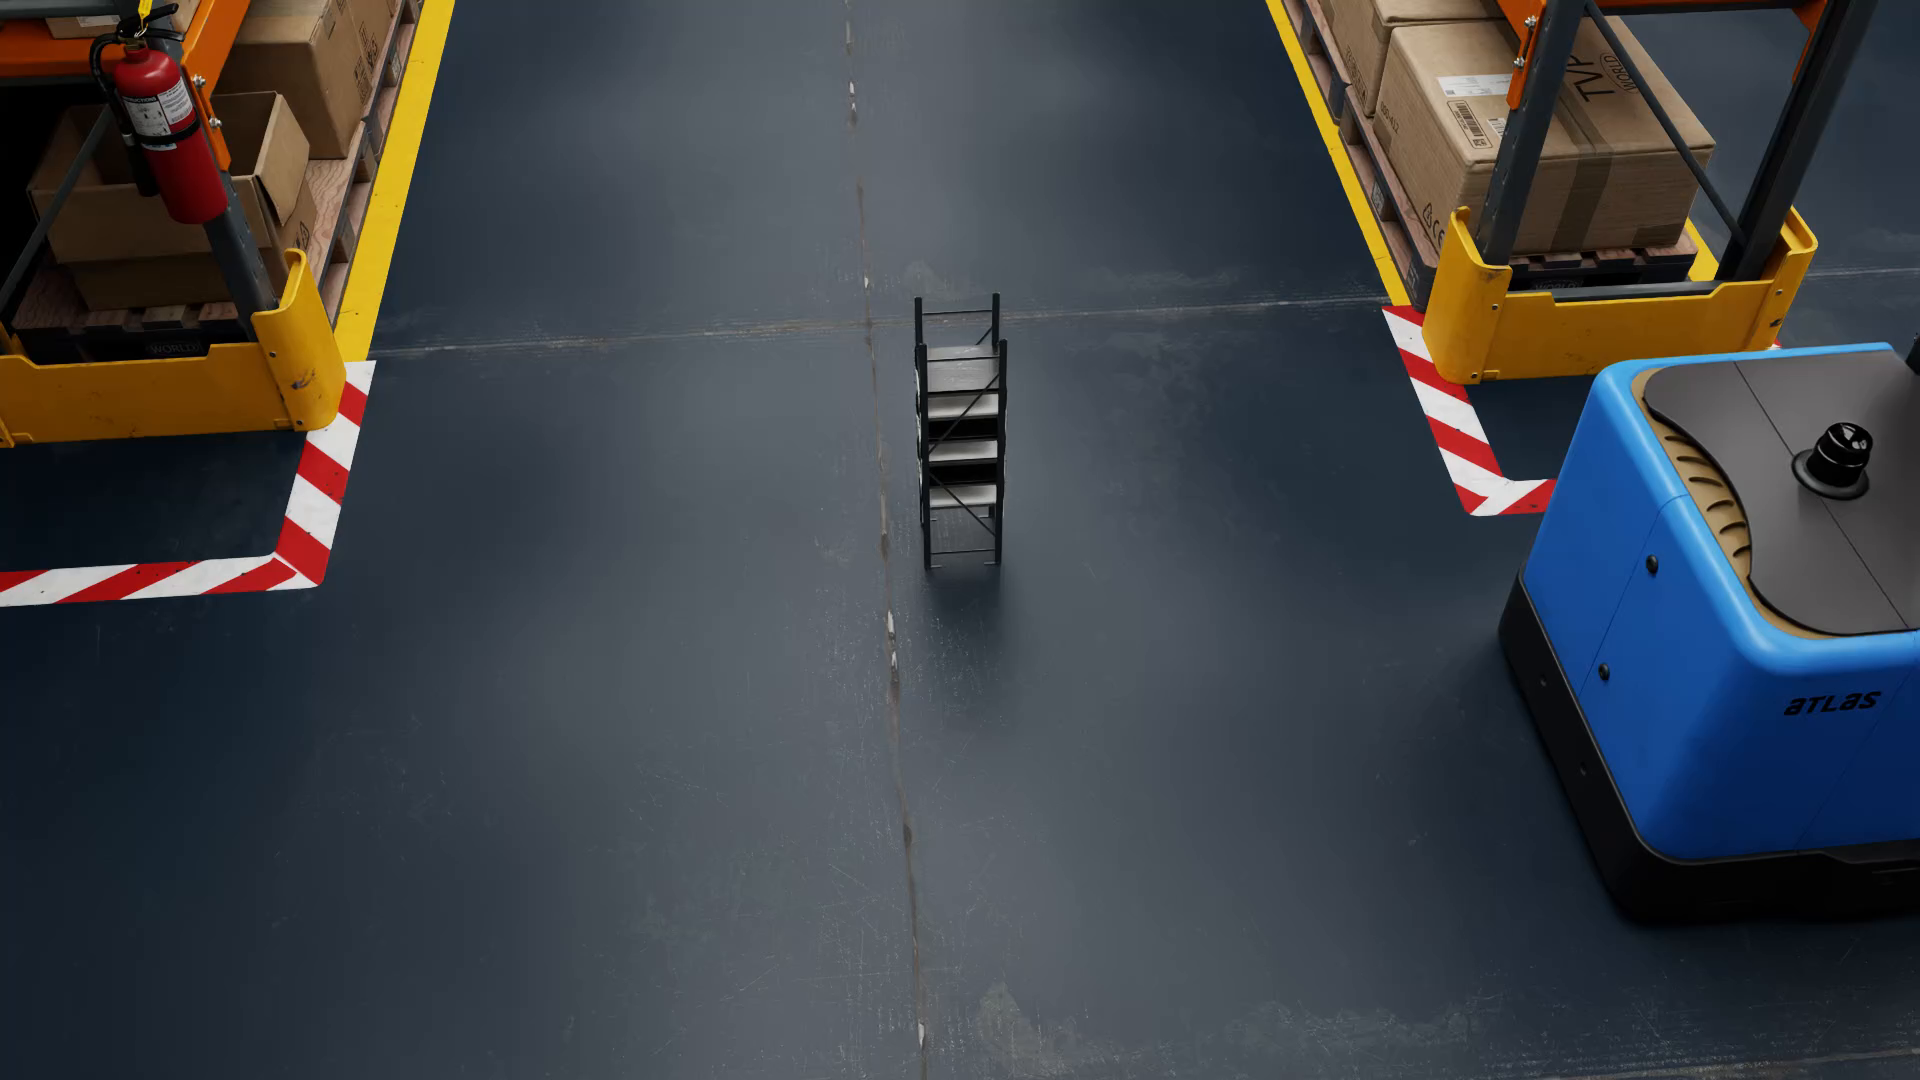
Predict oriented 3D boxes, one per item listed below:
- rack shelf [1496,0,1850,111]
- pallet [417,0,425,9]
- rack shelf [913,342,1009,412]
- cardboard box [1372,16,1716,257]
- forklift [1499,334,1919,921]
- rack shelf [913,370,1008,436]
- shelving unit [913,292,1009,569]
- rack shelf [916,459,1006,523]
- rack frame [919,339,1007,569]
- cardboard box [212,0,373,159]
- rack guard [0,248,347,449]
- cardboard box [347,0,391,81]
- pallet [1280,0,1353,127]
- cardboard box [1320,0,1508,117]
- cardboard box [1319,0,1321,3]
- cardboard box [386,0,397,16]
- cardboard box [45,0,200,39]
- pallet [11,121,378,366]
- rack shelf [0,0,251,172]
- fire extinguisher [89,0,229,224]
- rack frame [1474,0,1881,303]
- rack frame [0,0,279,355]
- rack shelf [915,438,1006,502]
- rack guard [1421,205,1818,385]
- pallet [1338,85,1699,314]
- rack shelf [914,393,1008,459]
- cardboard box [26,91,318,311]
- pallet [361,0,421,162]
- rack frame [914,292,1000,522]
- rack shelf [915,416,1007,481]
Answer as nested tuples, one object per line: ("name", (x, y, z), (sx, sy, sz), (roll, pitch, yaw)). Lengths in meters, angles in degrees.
("rack shelf", (2.074, -2.942, 6.466), (1.077, 0.370, 4.000), (-3, 47, -3))
("pallet", (-2.983, -2.876, 7.828), (1.003, 0.211, 1.213), (-3, 47, -3))
("rack shelf", (0.001, -0.466, 4.746), (0.258, 0.077, 0.200), (-3, 47, -3))
("cardboard box", (2.086, -1.477, 6.058), (0.875, 0.438, 0.875), (-5, 47, -5))
("forklift", (3.136, -0.486, 3.692), (3.031, 2.935, 1.130), (-4, 47, -4))
("rack shelf", (0.001, -0.404, 4.811), (0.258, 0.077, 0.200), (-3, 47, -3))
("shelving unit", (0.001, -0.304, 4.918), (0.258, 0.900, 0.210), (-3, 47, -3))
("rack shelf", (0.001, -0.157, 5.073), (0.258, 0.077, 0.200), (-3, 47, -3))
("rack frame", (0.009, -0.230, 4.848), (0.240, 0.900, 0.006), (-3, 47, -3))
("cardboard box", (-2.694, -1.792, 6.313), (0.700, 0.500, 0.500), (-2, 47, -2))
("rack guard", (-2.711, -0.633, 5.505), (1.175, 0.500, 0.348), (-3, 47, -3))
("cardboard box", (-2.639, -2.180, 6.681), (0.500, 0.500, 0.500), (-3, 47, -3))
("pallet", (1.997, -2.238, 7.224), (1.003, 0.211, 1.213), (-3, 47, -3))
("cardboard box", (2.001, -2.139, 6.685), (0.875, 0.438, 0.875), (-2, 47, -2))
("cardboard box", (1.927, -2.791, 7.303), (0.875, 0.438, 0.875), (-5, 47, -4))
("cardboard box", (-2.781, -2.543, 7.025), (0.700, 0.500, 0.500), (-5, 47, -5))
("cardboard box", (-2.459, -1.606, 4.878), (0.380, 0.149, 0.250), (-4, 47, -4))
("pallet", (-2.779, -1.110, 6.157), (1.003, 0.211, 1.213), (-3, 47, -3))
("rack shelf", (-2.872, -2.637, 6.177), (1.077, 0.370, 4.000), (-3, 47, -3))
("fire extinguisher", (-2.232, -1.205, 4.635), (0.296, 0.674, 0.183), (-3, 47, -3))
("rack frame", (2.241, -1.742, 4.834), (1.000, 3.000, 0.127), (-3, 47, -3))
("rack frame", (-2.705, -1.438, 4.546), (1.000, 3.000, 0.127), (-3, 47, -3))
("rack shelf", (0.001, -0.219, 5.007), (0.258, 0.077, 0.200), (-3, 47, -3))
("rack guard", (2.243, -0.865, 5.725), (1.175, 0.500, 0.348), (-3, 47, -3))
("pallet", (2.096, -1.357, 6.390), (1.003, 0.211, 1.213), (-3, 47, -3))
("rack shelf", (0.001, -0.343, 4.877), (0.258, 0.077, 0.200), (-3, 47, -3))
("cardboard box", (-2.662, -1.172, 5.724), (0.797, 0.503, 0.637), (-5, 47, -5))
("pallet", (-2.878, -1.991, 6.991), (1.003, 0.211, 1.213), (-3, 47, -3))
("rack frame", (-0.008, -0.377, 4.987), (0.240, 0.900, 0.006), (-3, 47, -3))
("rack shelf", (0.001, -0.281, 4.942), (0.258, 0.077, 0.200), (-3, 47, -3))
